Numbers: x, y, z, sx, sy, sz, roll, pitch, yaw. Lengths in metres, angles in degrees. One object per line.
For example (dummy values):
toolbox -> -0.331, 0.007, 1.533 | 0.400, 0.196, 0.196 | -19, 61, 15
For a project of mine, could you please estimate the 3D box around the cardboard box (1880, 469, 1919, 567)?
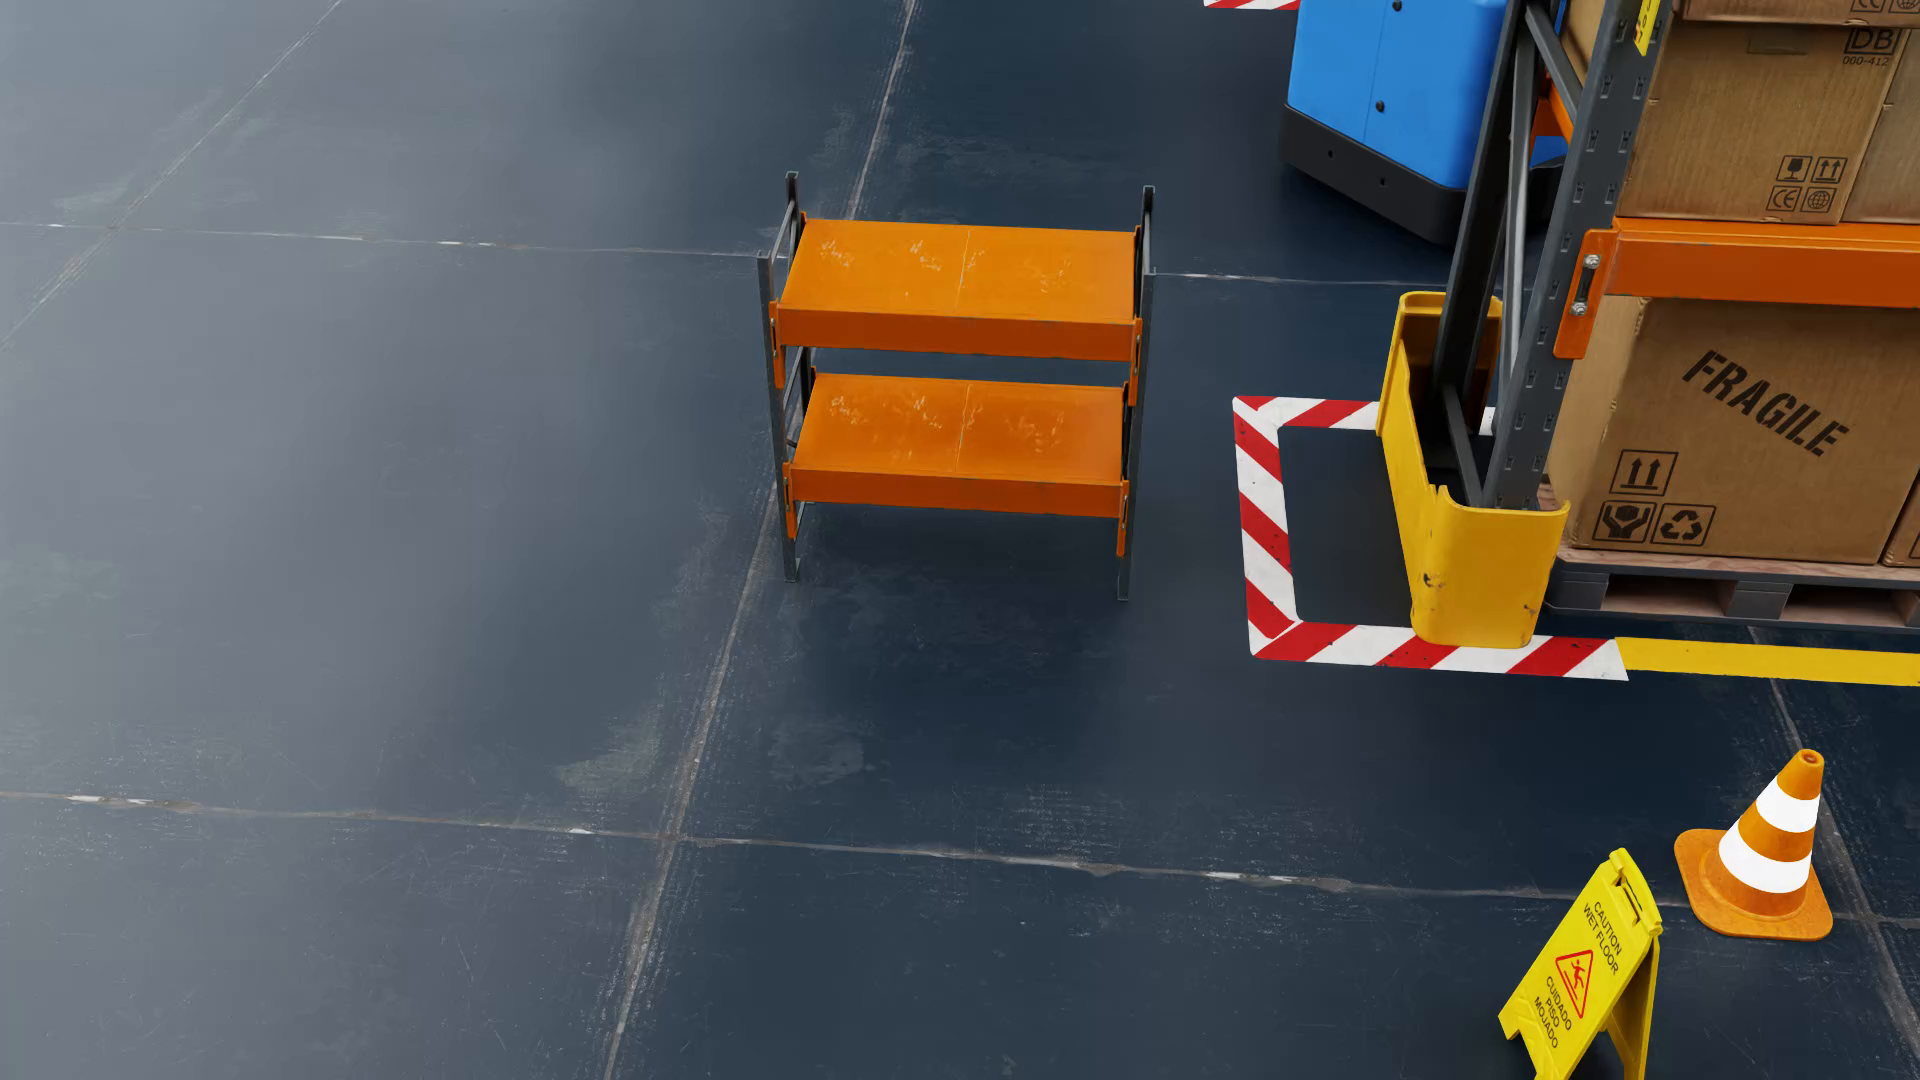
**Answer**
cardboard box -> 3.141, -0.514, 4.855 | 0.875, 0.875, 0.875 | 3, 39, 3

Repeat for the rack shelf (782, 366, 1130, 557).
rack shelf -> 0.007, -0.246, 5.049 | 1.000, 0.278, 0.538 | 3, 39, 4

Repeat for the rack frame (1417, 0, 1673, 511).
rack frame -> 1.583, -1.217, 4.369 | 0.127, 3.000, 1.000 | 3, 39, 4

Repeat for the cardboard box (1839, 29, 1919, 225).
cardboard box -> 2.506, -1.267, 4.312 | 0.550, 0.550, 0.875 | 3, 39, 4

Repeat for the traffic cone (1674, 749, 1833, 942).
traffic cone -> 1.989, 0.689, 4.037 | 0.334, 0.463, 0.336 | 3, 39, 4

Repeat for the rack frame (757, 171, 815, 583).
rack frame -> -0.500, -0.464, 4.928 | 0.032, 1.125, 0.500 | 3, 39, 4

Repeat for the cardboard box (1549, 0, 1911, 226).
cardboard box -> 1.956, -1.283, 4.332 | 0.550, 0.550, 0.875 | 3, 39, 4

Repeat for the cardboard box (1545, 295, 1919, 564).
cardboard box -> 2.264, -0.560, 4.913 | 0.875, 0.875, 0.875 | 3, 39, 4

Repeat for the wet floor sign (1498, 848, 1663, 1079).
wet floor sign -> 1.383, 0.940, 3.584 | 0.232, 0.644, 0.267 | -3, 39, -4

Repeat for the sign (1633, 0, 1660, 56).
sign -> 1.529, -1.235, 3.642 | 0.005, 0.325, 0.100 | 3, 39, 4

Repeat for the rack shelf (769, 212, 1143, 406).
rack shelf -> 0.007, -0.663, 4.710 | 1.000, 0.278, 0.538 | 3, 39, 4

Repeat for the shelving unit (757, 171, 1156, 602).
shelving unit -> 0.007, -0.436, 4.894 | 1.048, 1.125, 0.538 | 3, 39, 4

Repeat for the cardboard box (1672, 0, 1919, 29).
cardboard box -> 1.949, -1.649, 3.926 | 0.550, 0.550, 0.875 | 3, 39, 4

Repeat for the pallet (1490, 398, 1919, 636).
pallet -> 2.386, -0.141, 5.256 | 1.213, 0.211, 1.003 | 3, 39, 4

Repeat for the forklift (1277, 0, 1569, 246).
forklift -> 2.879, -3.019, 6.637 | 3.031, 2.935, 1.130 | -23, 44, -25

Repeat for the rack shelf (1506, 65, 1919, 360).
rack shelf -> 3.575, -0.829, 4.462 | 4.000, 0.370, 1.077 | 3, 39, 4

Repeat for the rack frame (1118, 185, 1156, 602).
rack frame -> 0.513, -0.408, 4.860 | 0.032, 1.125, 0.500 | 3, 39, 4

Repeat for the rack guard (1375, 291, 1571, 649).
rack guard -> 1.559, -0.249, 5.159 | 0.348, 0.500, 1.175 | 3, 39, 4
